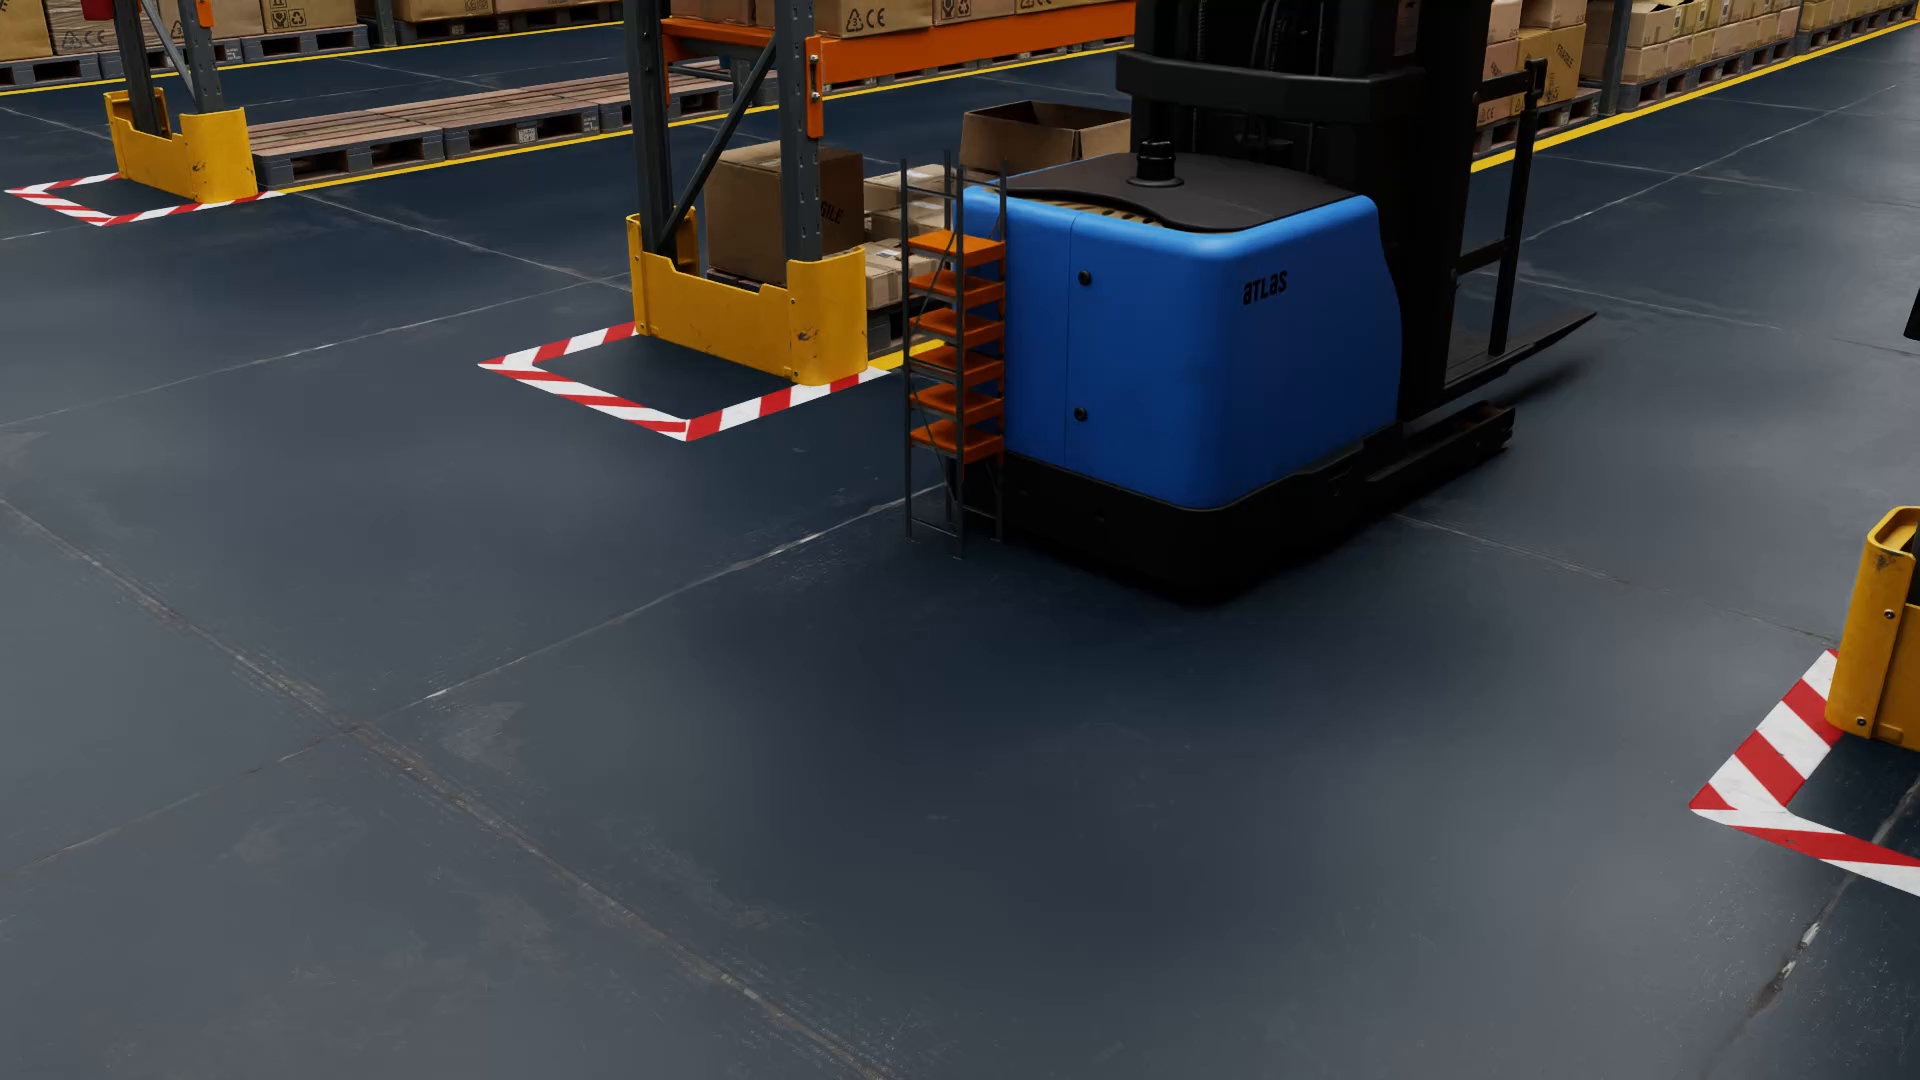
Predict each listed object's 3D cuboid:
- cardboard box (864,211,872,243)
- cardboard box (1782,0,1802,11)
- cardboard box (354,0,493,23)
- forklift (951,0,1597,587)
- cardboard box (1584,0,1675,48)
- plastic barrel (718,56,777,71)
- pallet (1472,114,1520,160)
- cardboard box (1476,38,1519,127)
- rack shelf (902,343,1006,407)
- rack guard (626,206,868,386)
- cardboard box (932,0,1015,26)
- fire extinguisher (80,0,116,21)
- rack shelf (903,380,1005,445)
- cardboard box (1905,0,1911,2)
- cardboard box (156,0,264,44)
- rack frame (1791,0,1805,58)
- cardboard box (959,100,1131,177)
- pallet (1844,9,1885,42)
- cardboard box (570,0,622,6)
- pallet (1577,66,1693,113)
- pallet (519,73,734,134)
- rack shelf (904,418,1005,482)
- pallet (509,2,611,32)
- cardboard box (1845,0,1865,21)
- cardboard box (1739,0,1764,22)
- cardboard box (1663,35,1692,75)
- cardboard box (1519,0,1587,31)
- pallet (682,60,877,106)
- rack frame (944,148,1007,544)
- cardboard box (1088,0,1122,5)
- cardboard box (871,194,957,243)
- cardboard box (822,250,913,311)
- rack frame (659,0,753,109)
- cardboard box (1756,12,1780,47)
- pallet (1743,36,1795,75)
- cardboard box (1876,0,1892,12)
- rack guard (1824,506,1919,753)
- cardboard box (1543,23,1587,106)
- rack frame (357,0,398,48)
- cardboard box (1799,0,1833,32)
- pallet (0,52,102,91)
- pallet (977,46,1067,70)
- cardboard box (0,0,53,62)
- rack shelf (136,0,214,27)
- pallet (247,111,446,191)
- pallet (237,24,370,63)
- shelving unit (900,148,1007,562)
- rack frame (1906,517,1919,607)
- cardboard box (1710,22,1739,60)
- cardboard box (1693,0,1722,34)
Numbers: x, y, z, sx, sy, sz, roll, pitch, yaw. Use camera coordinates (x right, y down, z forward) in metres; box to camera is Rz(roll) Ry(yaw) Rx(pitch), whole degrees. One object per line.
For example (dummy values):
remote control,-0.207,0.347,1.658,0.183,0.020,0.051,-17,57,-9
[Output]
cardboard box,-0.435,-1.397,7.625,0.380,0.166,0.250,20,31,38
cardboard box,7.000,-4.805,14.462,0.500,0.311,0.500,20,31,38
cardboard box,-5.245,-5.505,15.945,1.225,0.875,0.875,20,31,38
forklift,1.335,-1.717,5.496,1.130,2.935,3.031,21,31,38
cardboard box,4.956,-3.867,12.371,0.500,0.311,0.500,21,32,39
plastic barrel,-1.593,-4.125,12.836,0.600,0.901,0.708,20,31,38
pallet,3.047,-2.735,11.093,1.003,0.211,1.213,20,31,38
cardboard box,3.247,-2.987,10.763,0.500,0.500,0.500,19,30,36
rack shelf,-0.019,-0.500,5.008,0.258,0.103,0.180,21,31,38
rack guard,-0.901,-1.040,6.959,1.175,0.500,0.348,20,31,38
cardboard box,-0.119,-2.425,6.870,0.500,0.500,0.500,20,31,37
fire extinguisher,-5.077,-3.384,9.681,0.296,0.674,0.183,20,31,38
rack shelf,-0.019,-0.391,5.057,0.258,0.103,0.180,21,31,38
cardboard box,9.589,-5.725,17.200,0.500,0.250,0.500,20,31,38
cardboard box,-6.758,-4.851,14.487,0.875,0.875,0.875,20,31,38
rack frame,7.057,-5.814,14.550,1.000,3.000,0.127,20,31,38
cardboard box,0.468,-1.864,8.255,0.797,0.503,0.637,20,31,38
pallet,8.433,-5.146,16.468,1.003,0.211,1.213,20,31,38
cardboard box,-4.064,-6.049,17.159,1.225,0.875,0.875,20,31,38
pallet,4.966,-3.563,12.938,1.003,0.211,1.213,20,31,38
pallet,-2.430,-3.223,12.180,1.003,0.211,1.213,20,31,38
rack shelf,-0.019,-0.281,5.106,0.258,0.103,0.180,21,31,38
pallet,-4.384,-5.439,17.123,1.003,0.211,1.213,20,31,38
cardboard box,8.267,-5.111,15.830,0.500,0.250,0.500,20,31,38
cardboard box,6.323,-4.493,13.767,0.500,0.311,0.500,20,31,37
cardboard box,5.290,-3.765,12.828,0.500,0.250,0.500,19,30,36
cardboard box,3.904,-3.630,11.280,0.500,0.250,0.500,22,32,39
pallet,-1.422,-3.681,13.202,1.003,0.211,1.213,20,31,38
rack frame,0.044,-0.568,5.051,0.240,1.200,0.006,21,31,38
cardboard box,0.553,-2.729,7.548,0.500,0.500,0.500,21,31,38
cardboard box,-0.044,-1.344,7.405,0.500,0.250,0.500,20,31,38
cardboard box,-0.416,-1.091,6.964,0.380,0.149,0.250,20,31,38
rack frame,-1.968,-4.730,12.133,1.000,3.000,0.127,20,31,38
cardboard box,6.657,-4.391,14.226,0.500,0.250,0.500,20,31,37
pallet,6.594,-4.306,14.596,1.003,0.211,1.213,20,31,38
cardboard box,8.932,-5.417,16.512,0.500,0.250,0.500,20,31,38
rack guard,2.724,0.342,3.877,1.175,0.500,0.348,20,31,38
cardboard box,3.938,-3.306,11.475,0.500,0.500,0.500,22,32,39
rack frame,-5.657,-6.082,15.149,1.000,3.000,0.127,20,31,38
cardboard box,7.592,-4.809,15.157,0.500,0.250,0.500,20,31,38
pallet,-7.851,-3.856,13.593,1.003,0.211,1.213,20,31,38
pallet,0.206,-4.425,14.860,1.003,0.211,1.213,20,31,38
cardboard box,-7.959,-4.303,13.263,0.875,0.875,0.875,20,31,38
rack shelf,-3.303,-3.792,10.921,1.077,0.370,4.000,20,31,38
pallet,-4.059,-2.479,10.522,1.003,0.211,1.213,20,31,38
pallet,-6.223,-4.600,15.251,1.003,0.211,1.213,20,31,38
shelving unit,-0.019,-0.541,4.989,0.258,1.200,0.189,21,31,38
rack frame,2.740,-0.806,3.381,1.000,3.000,0.127,20,31,38
cardboard box,5.975,-4.081,13.533,0.500,0.250,0.500,21,32,39
cardboard box,5.642,-4.184,13.078,0.500,0.311,0.500,19,30,36
